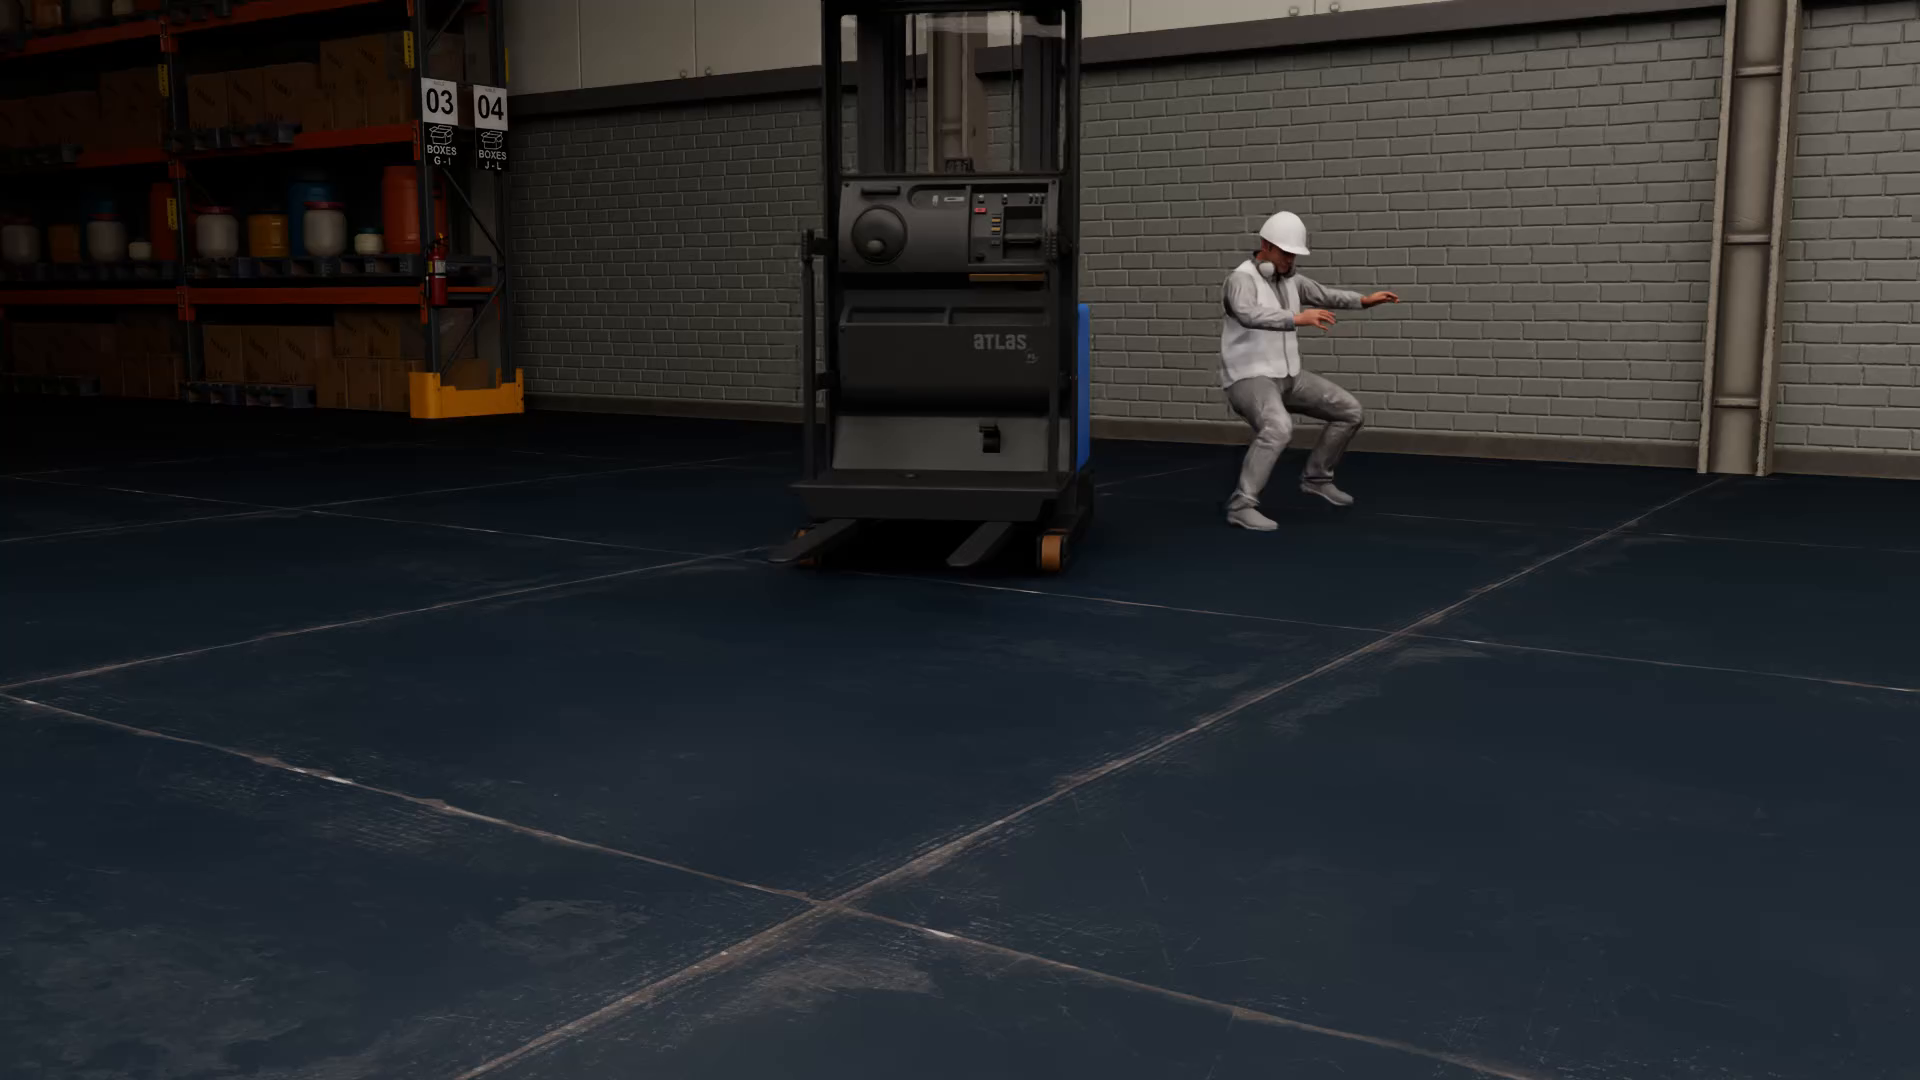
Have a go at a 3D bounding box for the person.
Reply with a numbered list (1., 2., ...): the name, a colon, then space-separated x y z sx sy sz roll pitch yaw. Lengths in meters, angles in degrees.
1. person: 1.652 -0.875 8.393 1.117 1.542 0.712 -7 11 -41

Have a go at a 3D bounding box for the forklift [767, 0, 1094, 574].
1. forklift: -0.079 -1.365 6.791 1.130 2.935 3.031 1 8 9
